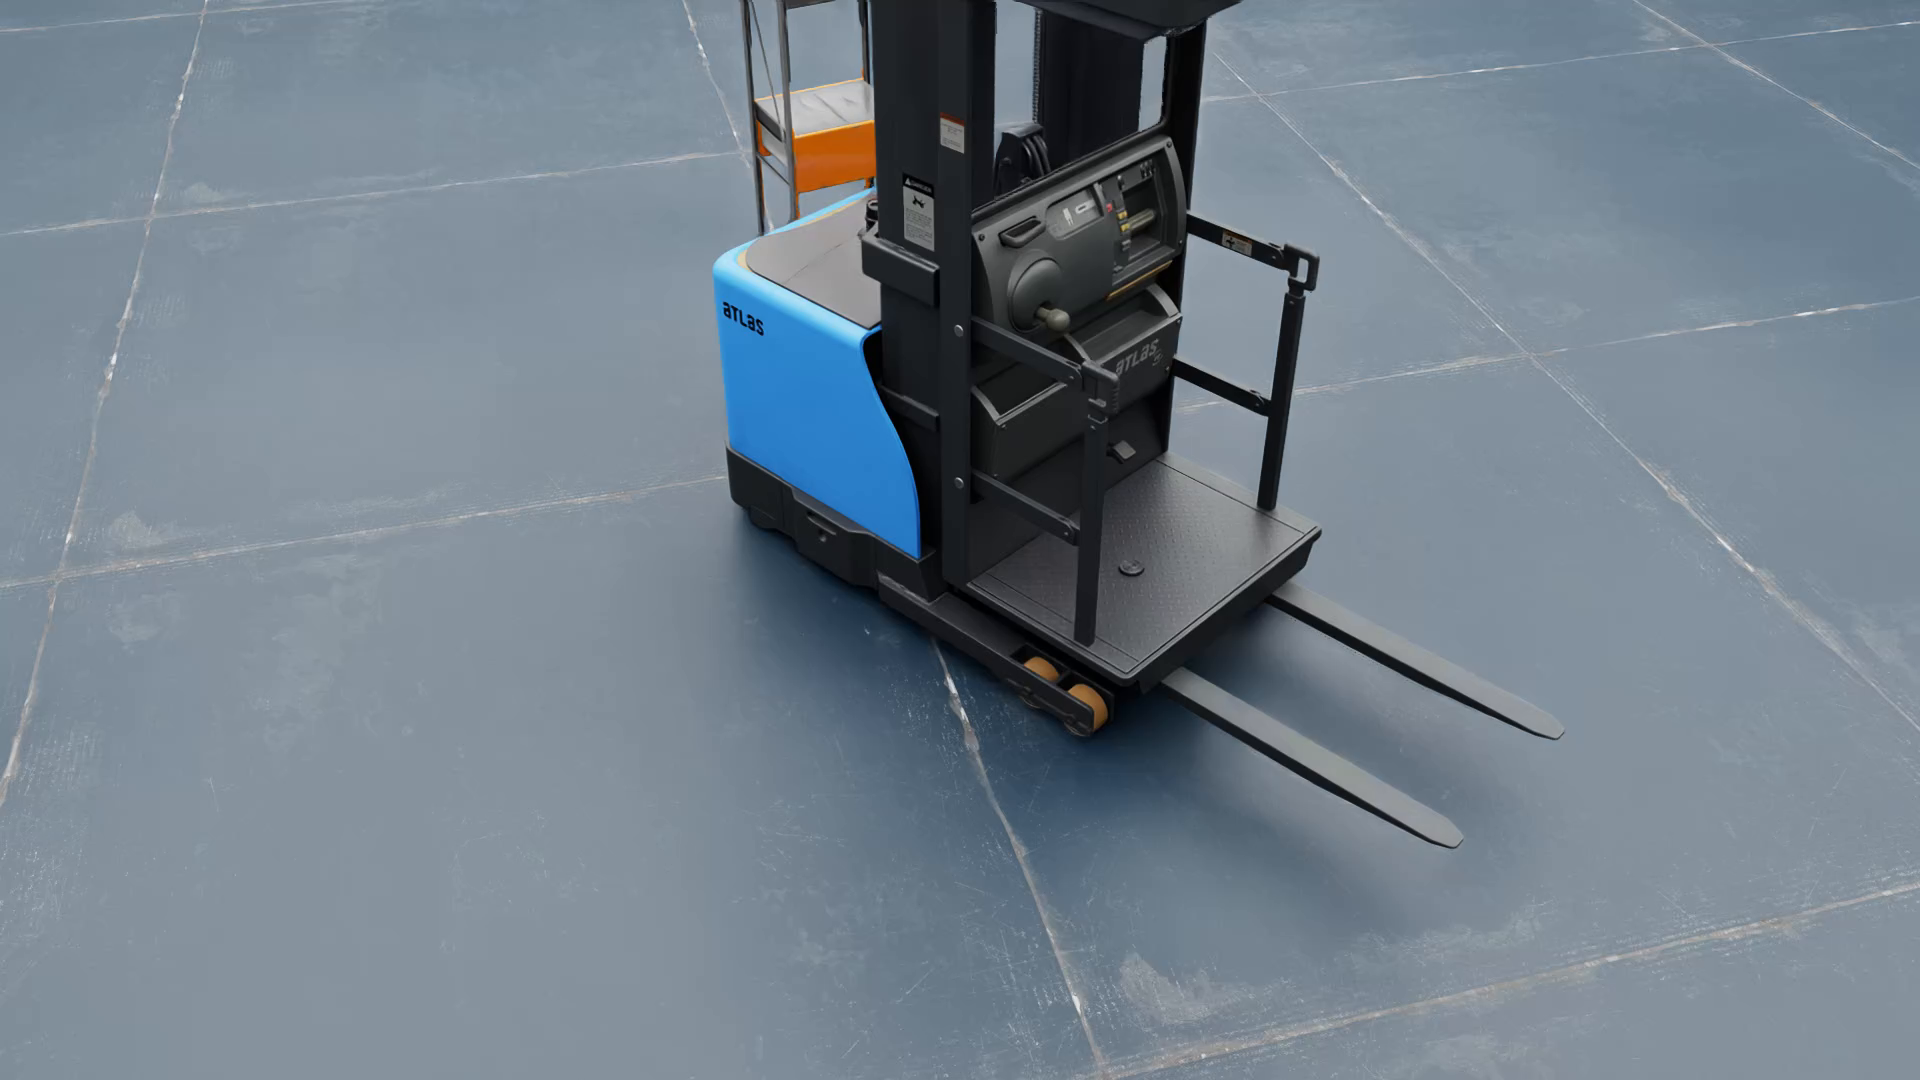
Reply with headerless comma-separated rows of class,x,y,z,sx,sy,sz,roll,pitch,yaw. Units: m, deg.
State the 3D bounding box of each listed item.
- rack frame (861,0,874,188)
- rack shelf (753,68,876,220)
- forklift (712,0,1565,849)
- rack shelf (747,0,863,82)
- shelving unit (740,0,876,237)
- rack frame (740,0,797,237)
rack frame,-0.282,-1.552,6.551,0.015,2.100,0.400,-18,41,-22
rack shelf,-0.498,-1.472,6.468,0.480,0.518,0.431,-18,41,-22
forklift,0.537,-0.887,4.997,3.031,2.935,1.130,30,46,33
rack shelf,-0.498,-2.028,6.043,0.480,0.518,0.431,-18,41,-22
shelving unit,-0.498,-1.483,6.460,0.503,2.100,0.431,-18,41,-22
rack frame,-0.713,-1.413,6.369,0.015,2.100,0.400,-18,41,-22
